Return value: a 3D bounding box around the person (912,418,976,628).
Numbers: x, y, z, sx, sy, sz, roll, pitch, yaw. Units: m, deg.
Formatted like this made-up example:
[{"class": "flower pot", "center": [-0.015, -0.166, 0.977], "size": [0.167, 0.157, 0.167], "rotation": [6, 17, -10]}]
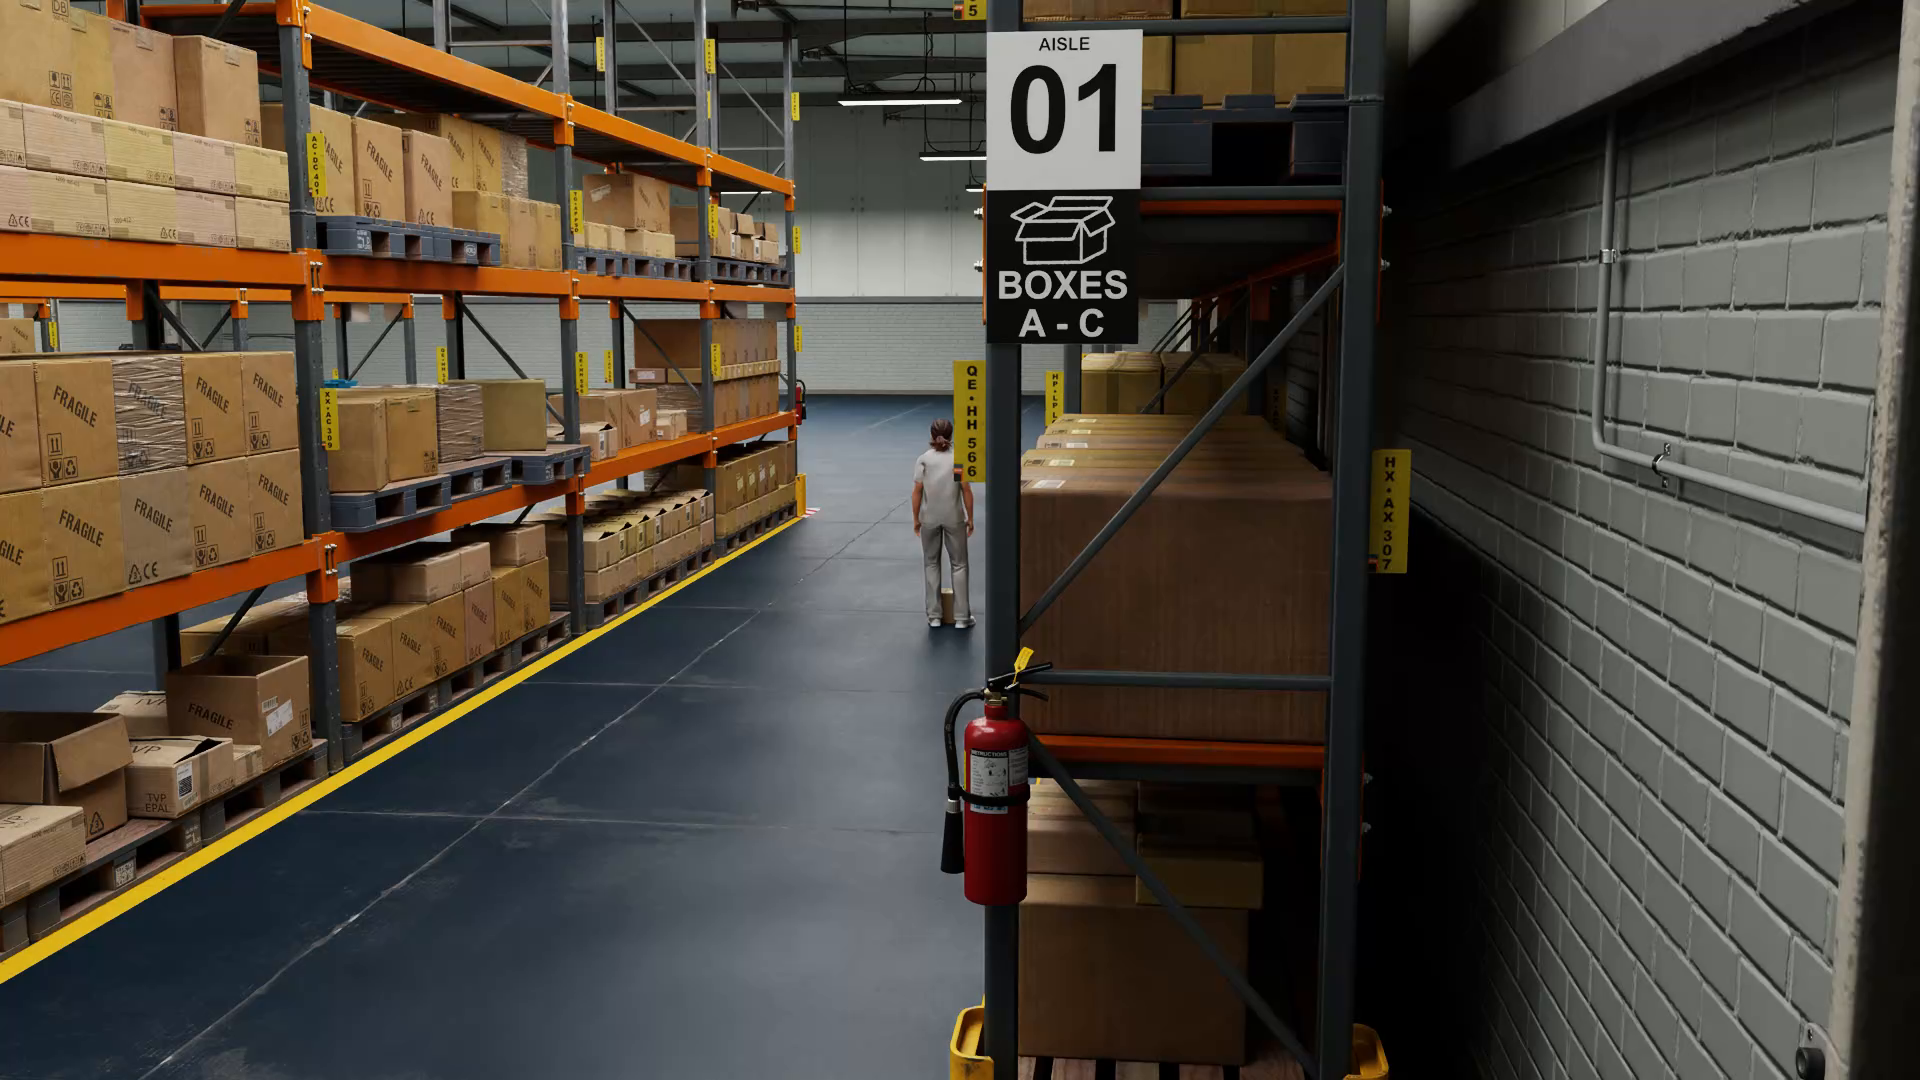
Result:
[{"class": "person", "center": [-0.129, -0.137, 13.319], "size": [0.496, 1.672, 0.405], "rotation": [1, 8, 5]}]
